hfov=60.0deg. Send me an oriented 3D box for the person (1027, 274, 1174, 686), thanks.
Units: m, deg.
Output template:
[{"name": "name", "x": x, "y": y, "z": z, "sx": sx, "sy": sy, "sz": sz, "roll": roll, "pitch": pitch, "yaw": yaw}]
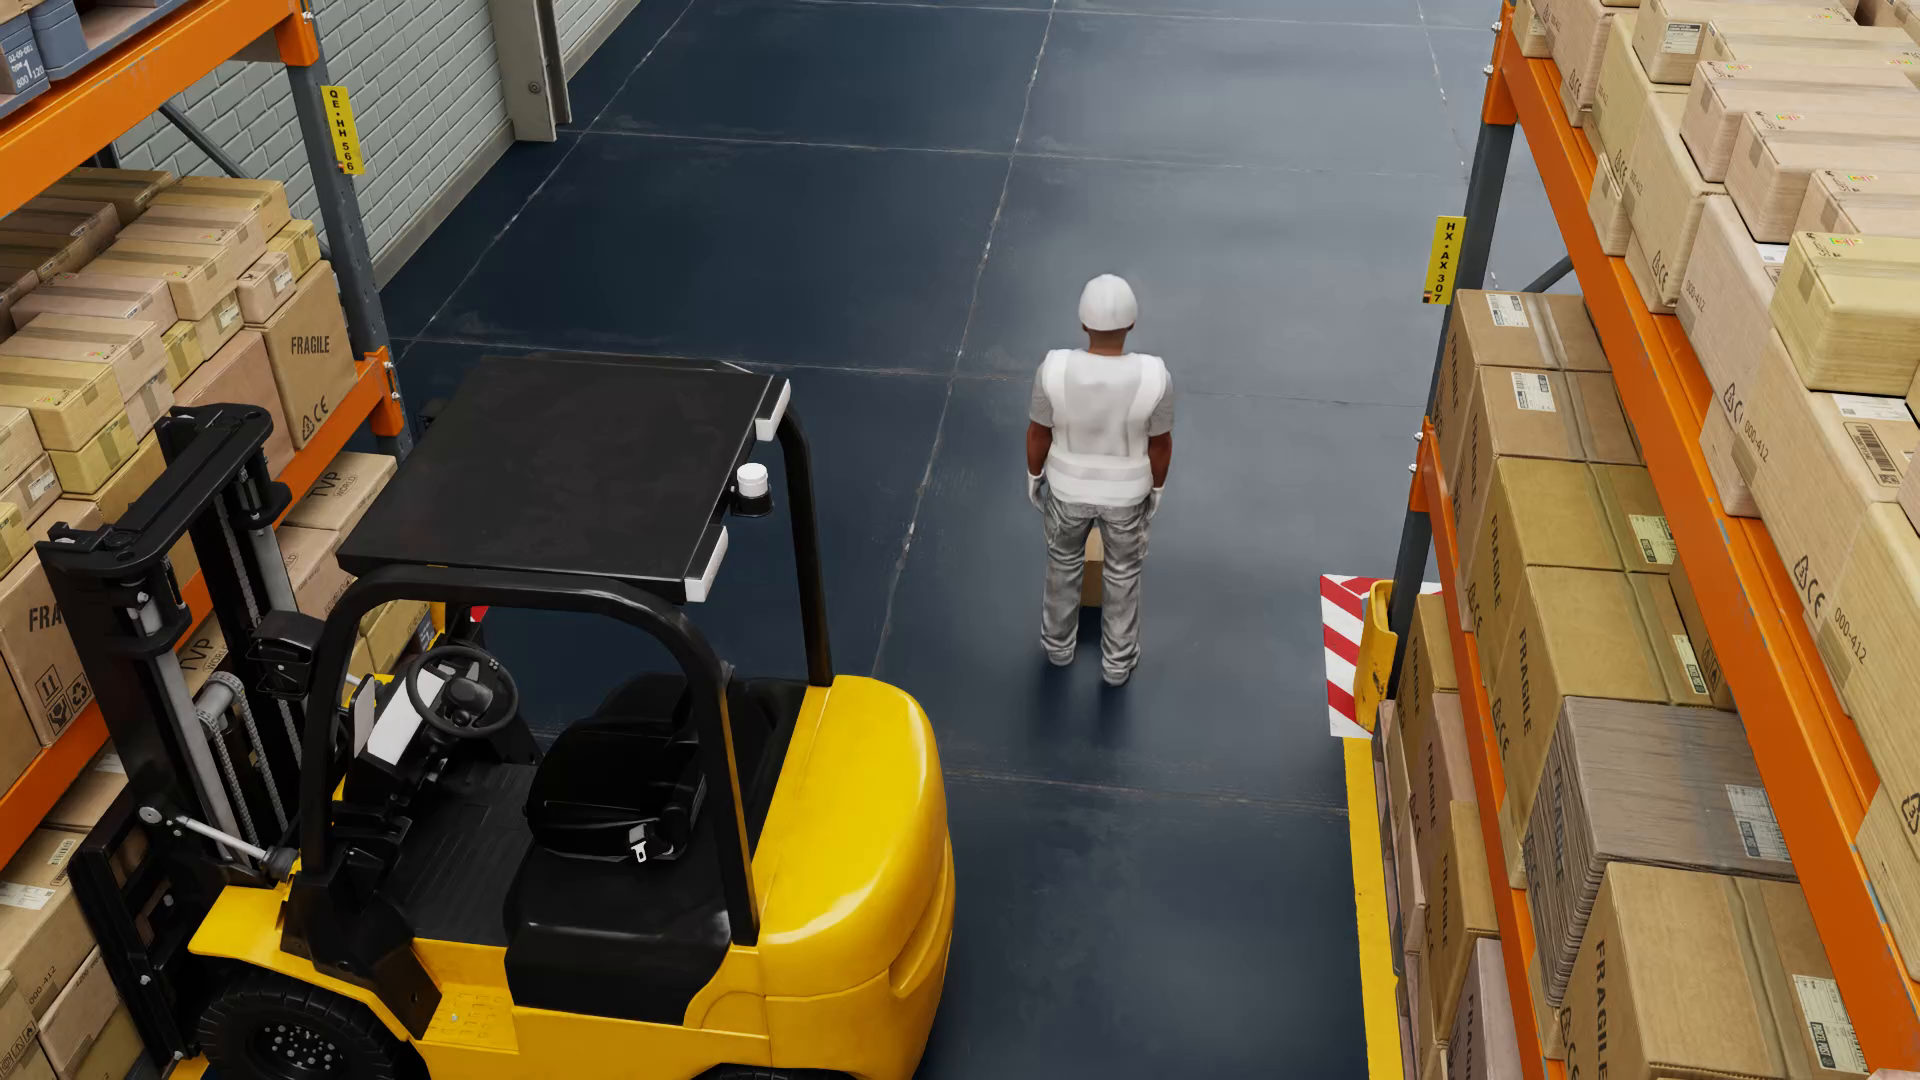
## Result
[{"name": "person", "x": 0.535, "y": -0.235, "z": 6.462, "sx": 0.550, "sy": 1.787, "sz": 0.419, "roll": 5, "pitch": 36, "yaw": 7}]
